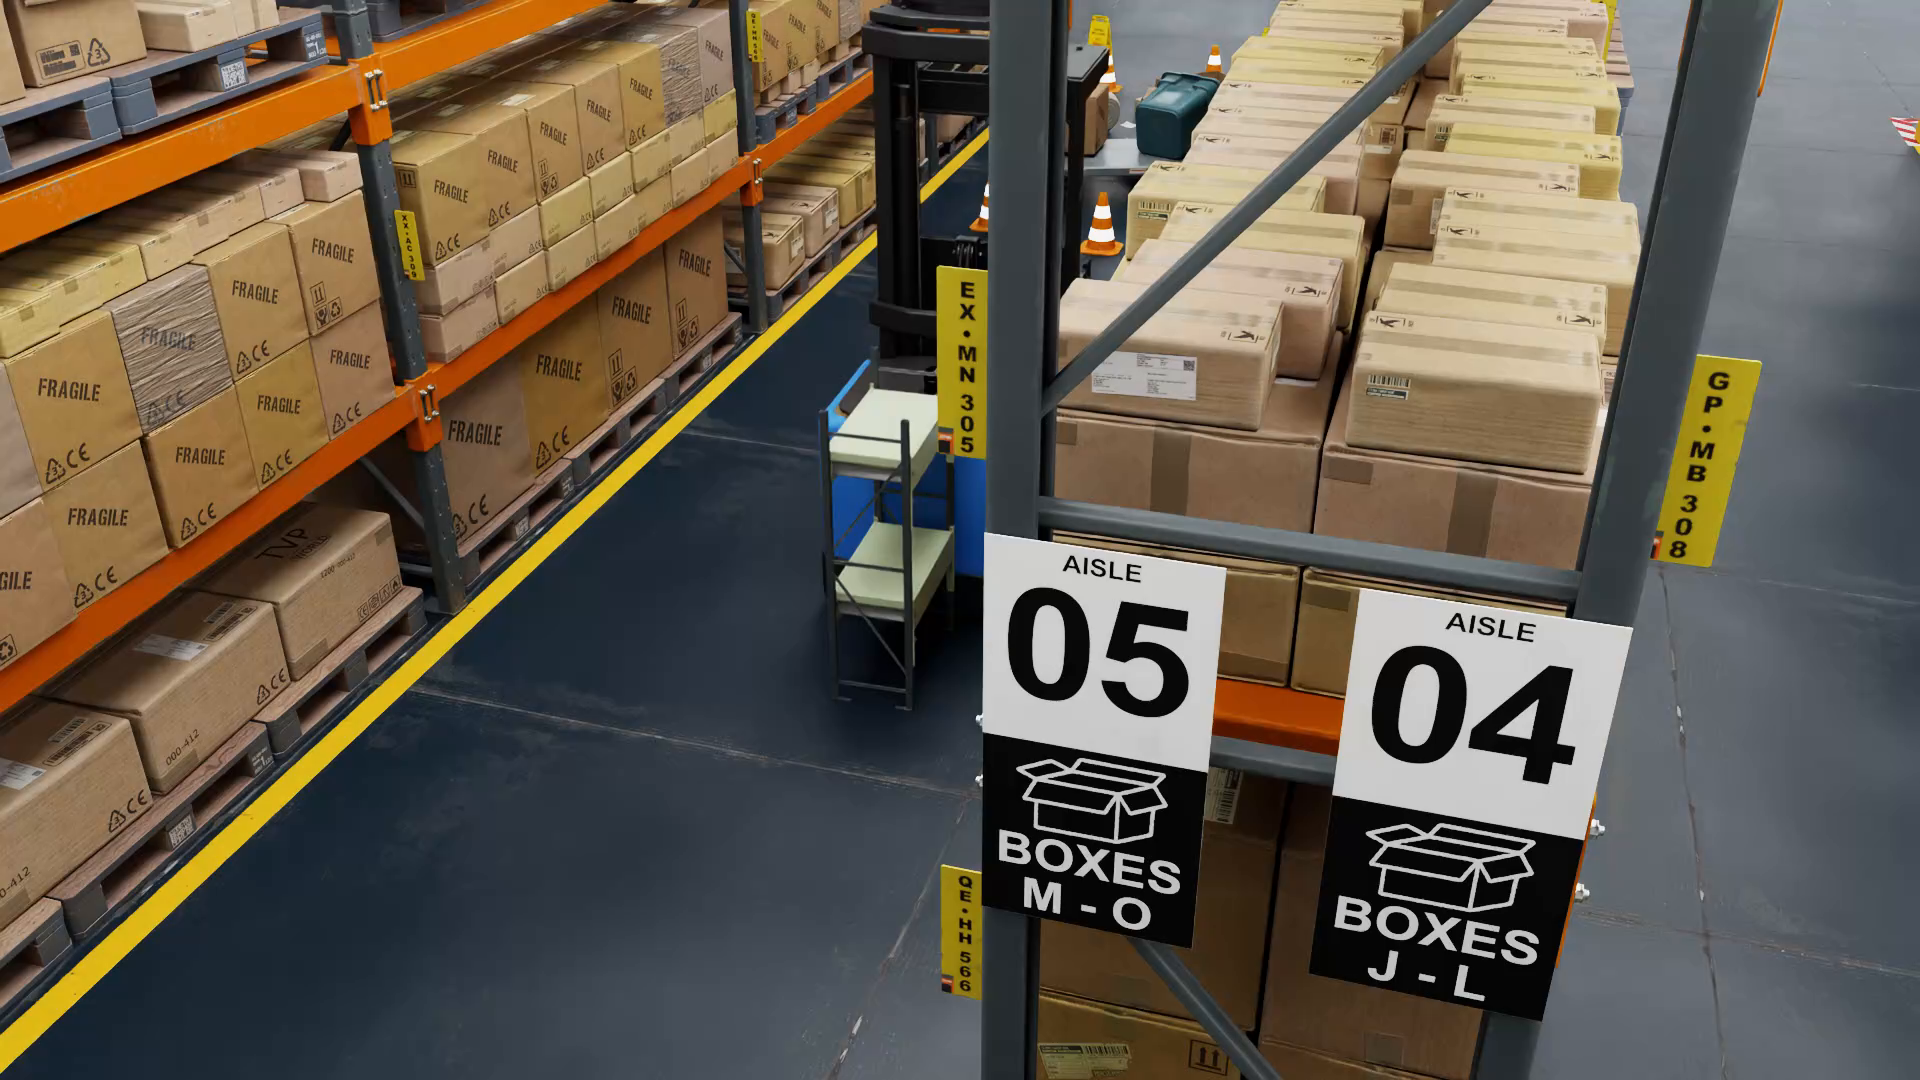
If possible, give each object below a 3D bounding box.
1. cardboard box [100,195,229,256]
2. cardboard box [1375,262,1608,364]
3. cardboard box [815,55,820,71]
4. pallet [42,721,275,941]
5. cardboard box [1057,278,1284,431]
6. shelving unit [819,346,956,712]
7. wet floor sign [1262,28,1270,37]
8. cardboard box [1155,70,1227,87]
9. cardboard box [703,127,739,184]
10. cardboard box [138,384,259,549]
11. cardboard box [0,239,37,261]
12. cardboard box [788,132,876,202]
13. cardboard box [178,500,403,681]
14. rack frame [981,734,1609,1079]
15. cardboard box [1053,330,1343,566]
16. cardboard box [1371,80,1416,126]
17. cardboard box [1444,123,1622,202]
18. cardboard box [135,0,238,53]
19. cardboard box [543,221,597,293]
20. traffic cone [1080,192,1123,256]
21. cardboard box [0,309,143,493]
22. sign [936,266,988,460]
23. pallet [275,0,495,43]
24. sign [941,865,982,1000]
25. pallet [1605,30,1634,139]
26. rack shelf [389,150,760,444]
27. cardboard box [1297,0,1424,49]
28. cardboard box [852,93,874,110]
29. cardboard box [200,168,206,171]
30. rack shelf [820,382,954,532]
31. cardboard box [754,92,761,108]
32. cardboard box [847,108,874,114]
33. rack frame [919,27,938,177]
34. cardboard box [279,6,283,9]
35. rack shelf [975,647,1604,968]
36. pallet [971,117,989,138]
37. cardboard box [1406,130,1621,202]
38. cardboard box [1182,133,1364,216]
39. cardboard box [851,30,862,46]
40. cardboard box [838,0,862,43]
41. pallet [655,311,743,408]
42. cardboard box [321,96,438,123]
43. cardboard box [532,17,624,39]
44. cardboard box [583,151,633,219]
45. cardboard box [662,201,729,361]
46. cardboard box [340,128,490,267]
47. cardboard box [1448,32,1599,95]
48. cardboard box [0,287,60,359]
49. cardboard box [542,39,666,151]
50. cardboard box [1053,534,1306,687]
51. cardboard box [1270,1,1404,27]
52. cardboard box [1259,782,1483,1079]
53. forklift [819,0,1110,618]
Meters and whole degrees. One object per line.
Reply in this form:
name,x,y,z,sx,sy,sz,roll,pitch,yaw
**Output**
cardboard box,-3.158,-1.246,6.606,0.380,0.149,0.250,8,30,14
cardboard box,0.941,-0.366,2.967,0.380,0.149,0.250,10,31,17
cardboard box,-1.268,-3.565,12.399,0.380,0.149,0.250,10,31,18
pallet,-3.706,1.117,7.025,1.003,0.211,1.213,8,30,15
cardboard box,0.353,-0.329,2.899,0.380,0.149,0.250,8,30,14
shelving unit,-0.318,-0.050,7.796,0.431,1.500,0.755,7,30,13
wet floor sign,3.348,-5.197,17.928,0.267,0.644,0.232,3,29,6
cardboard box,2.376,-4.321,16.499,0.797,0.503,0.637,-12,31,-20
cardboard box,-1.777,-2.534,10.873,0.500,0.250,0.500,7,30,13
cardboard box,-3.222,-0.328,6.652,0.500,0.500,0.500,8,30,14
cardboard box,-3.719,-1.066,6.282,0.380,0.149,0.250,8,30,15
cardboard box,-1.062,-3.187,14.164,0.950,0.372,0.625,10,31,18
cardboard box,-3.338,0.200,8.008,0.875,0.438,0.875,8,30,14
rack frame,0.536,1.506,3.458,1.000,3.000,0.127,8,30,15
cardboard box,0.428,-0.208,3.093,0.500,0.250,0.500,8,30,13
cardboard box,1.028,-1.165,4.813,0.500,0.250,0.500,9,30,16
cardboard box,1.305,-0.839,3.816,0.380,0.149,0.250,9,30,16
cardboard box,-3.010,-1.975,6.353,0.380,0.149,0.250,9,30,16
cardboard box,-2.354,-1.590,9.177,0.500,0.250,0.500,8,30,14
traffic cone,1.142,-2.568,13.390,0.336,0.463,0.334,8,30,15
cardboard box,-3.378,-0.530,5.986,0.500,0.500,0.500,9,30,15
sign,0.012,-0.280,2.672,0.100,0.325,0.005,8,30,15
pallet,-2.829,-2.673,8.080,0.805,0.209,1.217,7,30,13
sign,0.012,0.773,3.258,0.100,0.325,0.005,8,30,15
pallet,1.993,-1.854,6.604,1.213,0.211,1.003,8,30,15
rack shelf,-2.464,-1.628,9.830,1.077,0.370,4.000,8,30,15
cardboard box,1.262,-1.644,5.264,0.380,0.149,0.250,8,30,14
cardboard box,-0.786,-4.353,15.615,0.500,0.500,0.500,8,30,14
cardboard box,-3.452,-1.545,7.144,0.380,0.149,0.250,9,30,16
rack shelf,-0.318,-0.391,7.606,0.431,0.370,0.720,7,30,13
cardboard box,-1.604,-3.070,11.509,0.380,0.149,0.250,7,30,12
cardboard box,-0.787,-4.025,15.797,0.500,0.250,0.500,10,31,17
rack frame,-0.703,-4.730,14.668,1.000,3.000,0.127,8,30,15
cardboard box,-5.941,-4.375,13.670,0.500,0.250,0.500,8,30,14
rack shelf,1.123,-0.420,4.574,1.077,0.370,4.000,8,30,15
pallet,-0.184,-4.398,16.938,1.003,0.211,1.213,8,30,15
cardboard box,1.373,-0.836,4.222,0.500,0.250,0.500,7,30,13
cardboard box,0.700,-0.796,3.740,0.380,0.149,0.250,8,30,14
cardboard box,-0.903,-4.053,13.277,0.380,0.149,0.250,8,30,15
cardboard box,-1.074,-4.127,12.742,0.500,0.500,0.500,7,30,13
pallet,-2.181,-1.297,11.365,1.003,0.211,1.213,8,30,15
cardboard box,-3.015,-1.978,8.589,0.500,0.500,0.500,9,30,16
cardboard box,-2.392,-2.926,10.292,0.500,0.500,0.500,9,30,15
cardboard box,-2.206,-2.042,9.475,0.500,0.250,0.500,8,30,13
cardboard box,-2.159,-1.817,11.185,0.875,0.875,0.875,8,30,14
cardboard box,-2.647,-1.657,8.011,0.500,0.500,0.500,9,30,15
cardboard box,1.582,-1.321,4.684,0.380,0.149,0.250,7,30,13
cardboard box,-3.361,-0.758,5.728,0.380,0.149,0.250,8,30,14
cardboard box,-2.074,-2.605,9.716,0.500,0.500,0.500,9,30,15
cardboard box,0.417,0.011,3.213,0.500,0.250,0.500,8,30,14
cardboard box,1.142,-1.530,5.059,0.380,0.149,0.250,8,30,13
cardboard box,0.922,0.724,3.425,0.500,0.500,0.500,8,30,15
forklift,0.160,-1.577,9.069,1.130,2.935,3.031,7,30,13
